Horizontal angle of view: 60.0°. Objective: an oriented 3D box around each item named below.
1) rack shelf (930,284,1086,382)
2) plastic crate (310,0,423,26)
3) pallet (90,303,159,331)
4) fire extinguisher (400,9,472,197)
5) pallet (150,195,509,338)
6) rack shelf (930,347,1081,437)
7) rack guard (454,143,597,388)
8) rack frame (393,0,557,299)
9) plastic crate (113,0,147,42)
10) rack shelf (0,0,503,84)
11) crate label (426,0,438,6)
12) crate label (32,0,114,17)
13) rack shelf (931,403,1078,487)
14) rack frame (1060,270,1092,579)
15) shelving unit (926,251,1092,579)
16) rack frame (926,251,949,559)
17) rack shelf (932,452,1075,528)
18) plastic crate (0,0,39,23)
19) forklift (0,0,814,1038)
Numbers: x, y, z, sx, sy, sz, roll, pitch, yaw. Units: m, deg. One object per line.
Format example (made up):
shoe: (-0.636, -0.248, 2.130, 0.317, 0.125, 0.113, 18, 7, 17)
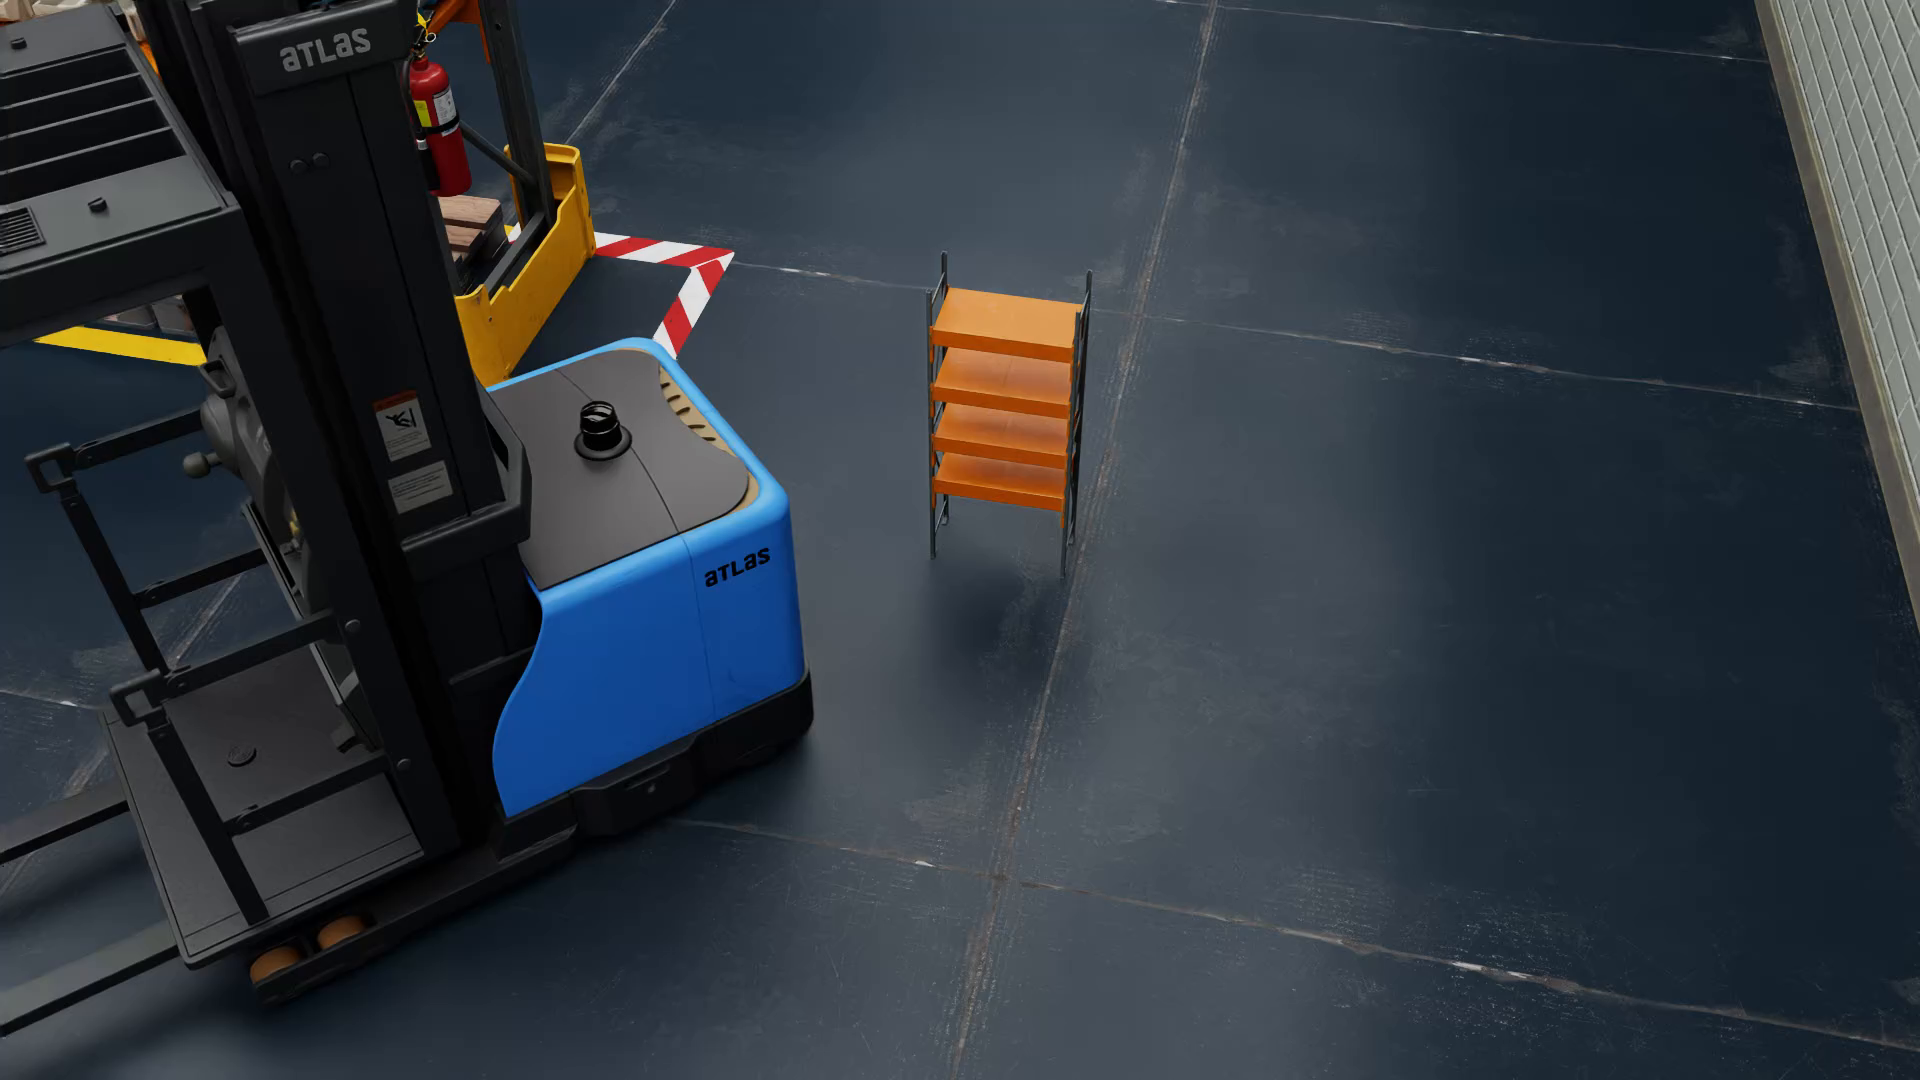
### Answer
rack shelf: (0.162, -0.690, 5.535, 0.480, 0.148, 0.258, 9, 45, 9)
plastic crate: (-2.344, -2.032, 6.129, 0.499, 0.435, 0.616, 9, 45, 9)
pallet: (-3.960, -1.406, 7.558, 1.213, 0.211, 1.003, 9, 45, 9)
fire extinguisher: (-1.929, -1.581, 6.054, 0.183, 0.674, 0.296, 9, 45, 9)
pallet: (-2.773, -1.220, 7.365, 1.213, 0.211, 1.003, 9, 45, 9)
rack shelf: (0.162, -0.520, 5.699, 0.480, 0.148, 0.258, 9, 45, 9)
rack guard: (-1.950, -1.178, 7.113, 0.348, 0.500, 1.175, 9, 45, 9)
rack frame: (-1.977, -2.073, 6.241, 0.127, 3.000, 1.000, 9, 45, 9)
plastic crate: (-3.092, -2.054, 6.368, 0.243, 0.136, 0.396, 9, 45, 9)
rack shelf: (-3.928, -2.117, 6.805, 4.000, 0.370, 1.077, 9, 45, 9)
crate label: (-2.146, -2.295, 6.549, 0.303, 0.233, 0.416, 9, 45, 9)
crate label: (-3.369, -2.080, 6.395, 0.243, 0.136, 0.396, 9, 45, 9)
rack shelf: (0.162, -0.359, 5.855, 0.480, 0.148, 0.258, 9, 45, 9)
rack frame: (0.400, -0.370, 5.769, 0.015, 1.200, 0.240, 9, 45, 9)
shelving unit: (0.162, -0.407, 5.808, 0.503, 1.200, 0.258, 9, 45, 9)
rack frame: (-0.077, -0.444, 5.846, 0.015, 1.200, 0.240, 9, 45, 9)
rack shelf: (0.162, -0.216, 5.992, 0.480, 0.148, 0.258, 9, 45, 9)
plastic crate: (-3.662, -2.112, 6.429, 0.250, 0.136, 0.298, 9, 45, 9)
forklift: (-2.003, -0.132, 4.274, 3.031, 2.935, 1.130, -24, 49, -23)
